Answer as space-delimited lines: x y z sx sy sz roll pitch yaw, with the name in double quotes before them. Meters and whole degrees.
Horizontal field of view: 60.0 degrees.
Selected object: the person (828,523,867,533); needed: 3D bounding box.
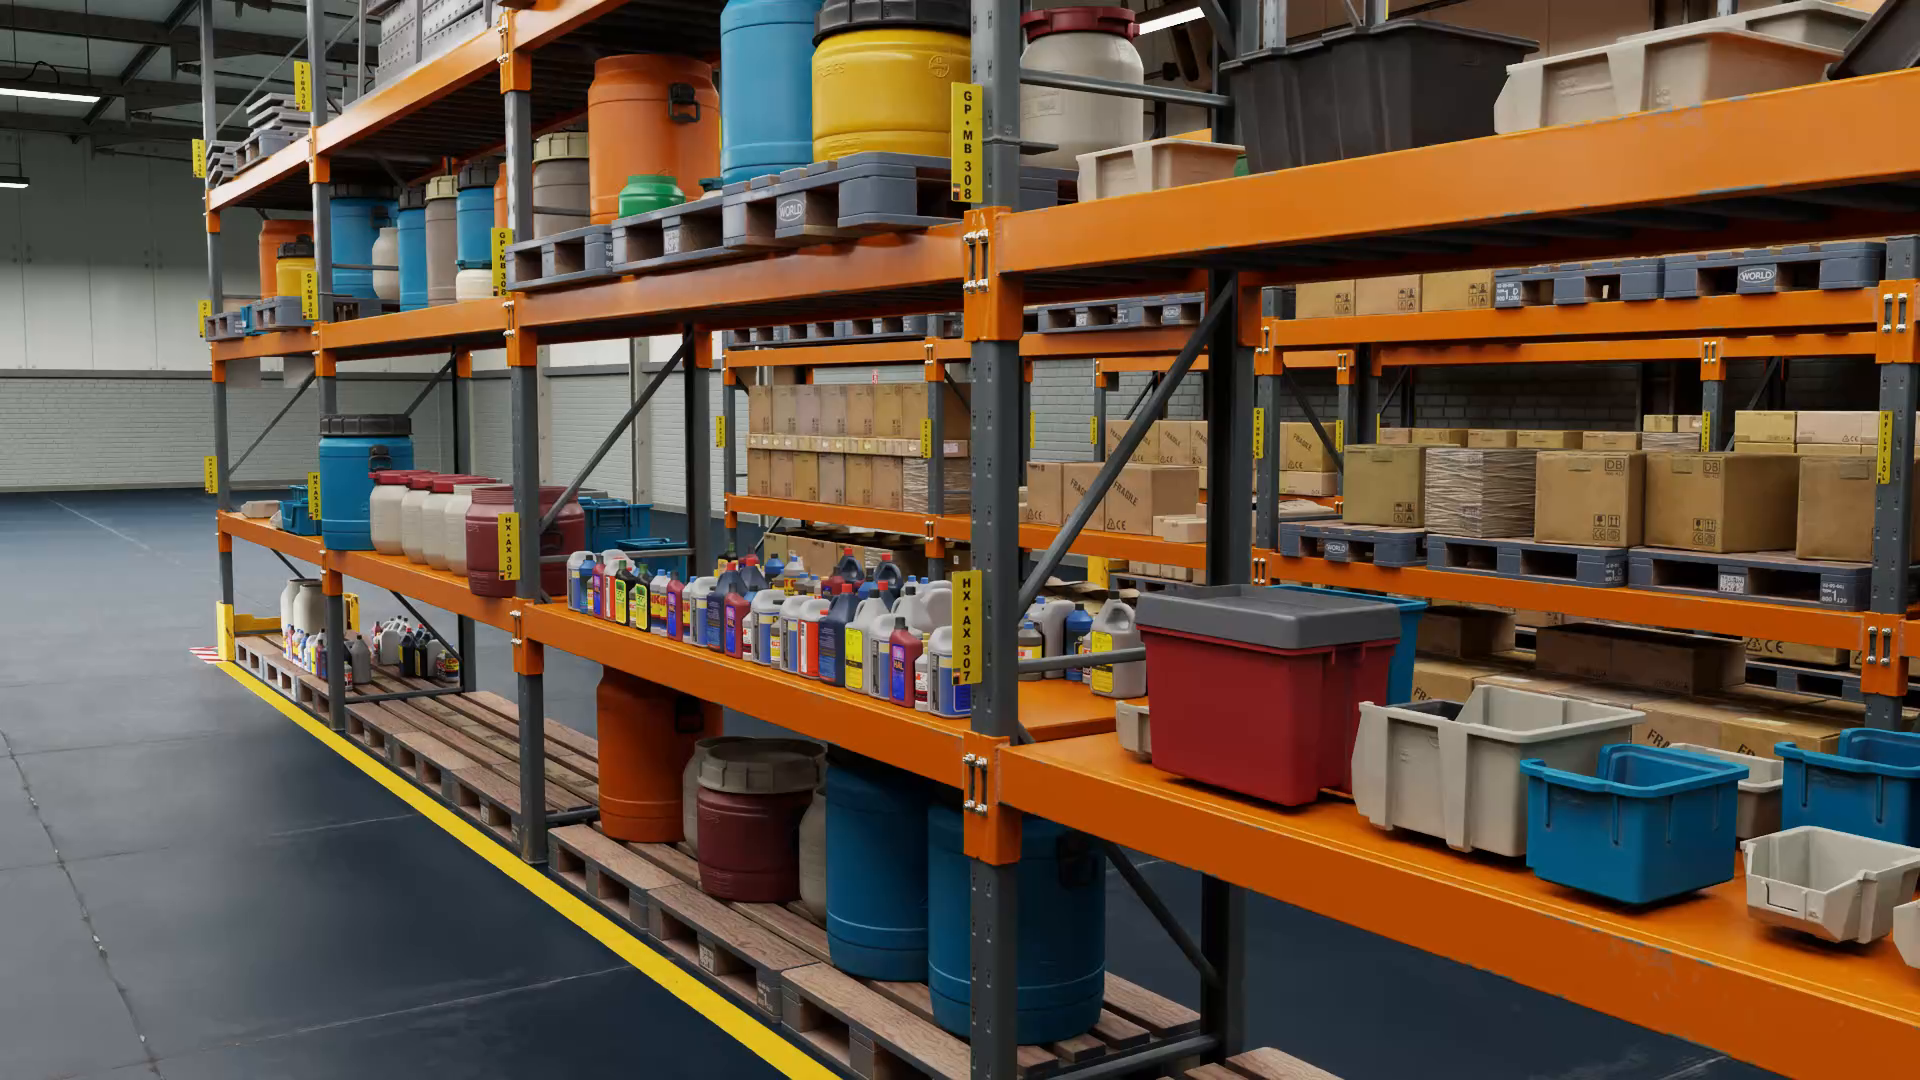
"person" -1.148 0.225 18.975 0.831 0.982 0.490 2 5 27
